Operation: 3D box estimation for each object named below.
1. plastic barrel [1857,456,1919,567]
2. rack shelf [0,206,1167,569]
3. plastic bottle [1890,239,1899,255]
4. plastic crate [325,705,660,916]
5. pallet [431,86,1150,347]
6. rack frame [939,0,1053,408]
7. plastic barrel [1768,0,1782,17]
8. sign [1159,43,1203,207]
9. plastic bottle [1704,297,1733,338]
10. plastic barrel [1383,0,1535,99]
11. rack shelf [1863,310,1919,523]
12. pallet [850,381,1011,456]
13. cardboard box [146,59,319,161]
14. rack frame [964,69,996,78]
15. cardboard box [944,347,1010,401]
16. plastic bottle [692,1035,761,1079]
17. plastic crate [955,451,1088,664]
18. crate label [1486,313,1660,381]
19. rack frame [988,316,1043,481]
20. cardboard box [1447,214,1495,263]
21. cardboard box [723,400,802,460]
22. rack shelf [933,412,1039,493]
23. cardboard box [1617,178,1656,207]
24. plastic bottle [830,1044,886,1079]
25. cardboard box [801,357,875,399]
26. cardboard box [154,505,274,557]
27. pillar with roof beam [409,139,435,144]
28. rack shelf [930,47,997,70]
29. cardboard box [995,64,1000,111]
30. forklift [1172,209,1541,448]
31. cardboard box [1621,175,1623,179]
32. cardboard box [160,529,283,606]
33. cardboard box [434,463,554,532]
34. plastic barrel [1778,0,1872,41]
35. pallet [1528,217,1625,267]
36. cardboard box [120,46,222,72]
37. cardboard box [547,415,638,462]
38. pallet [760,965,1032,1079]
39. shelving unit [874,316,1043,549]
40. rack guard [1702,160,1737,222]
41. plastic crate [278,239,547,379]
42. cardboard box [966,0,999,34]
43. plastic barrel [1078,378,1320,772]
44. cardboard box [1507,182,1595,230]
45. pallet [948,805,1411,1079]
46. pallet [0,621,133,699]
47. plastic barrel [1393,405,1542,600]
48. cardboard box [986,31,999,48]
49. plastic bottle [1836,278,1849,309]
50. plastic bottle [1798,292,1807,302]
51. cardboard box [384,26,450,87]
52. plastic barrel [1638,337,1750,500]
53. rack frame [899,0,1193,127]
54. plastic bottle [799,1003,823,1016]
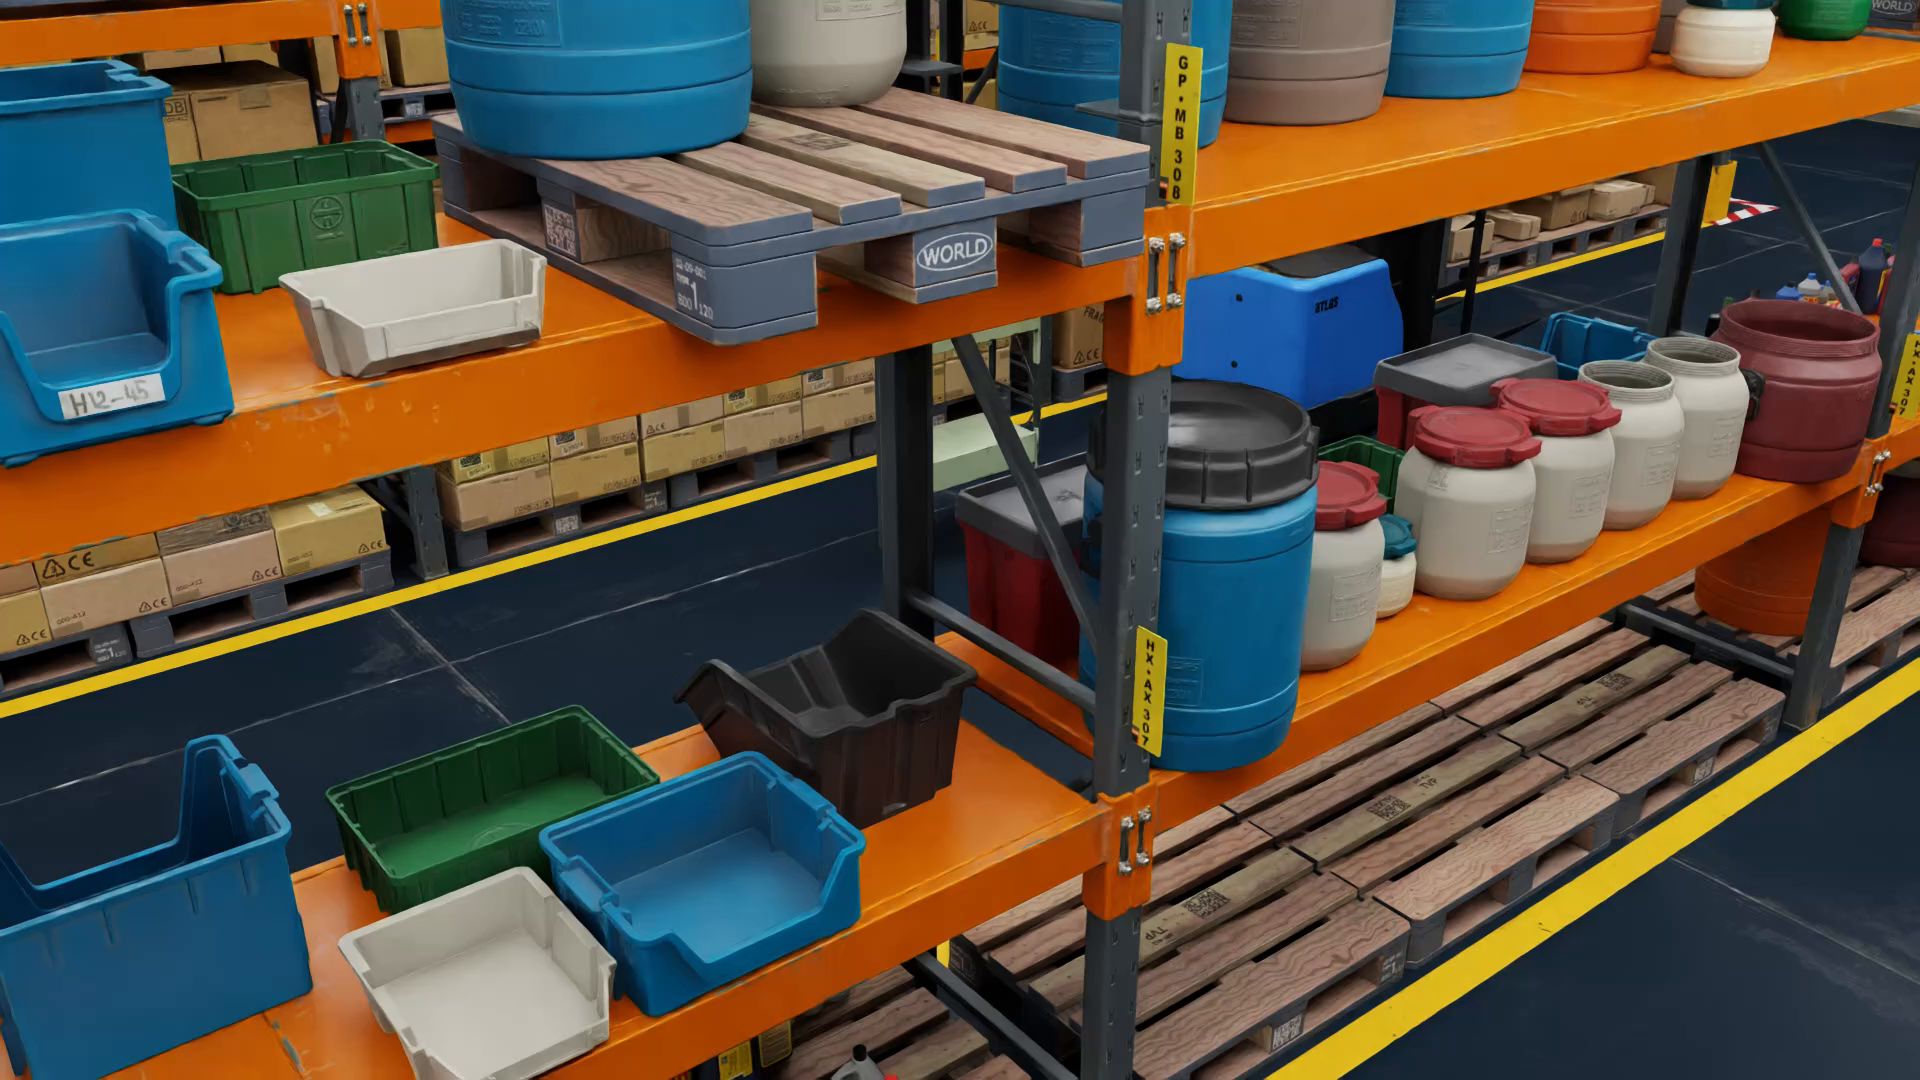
[{"bbox_3d":[4.542,-0.250,8.092,0.708,0.588,0.600,-18,31,-34],"label":"plastic barrel"},{"bbox_3d":[-1.443,-0.203,2.916,4.000,0.370,1.077,-18,31,-34],"label":"rack shelf"},{"bbox_3d":[4.634,-1.359,8.173,0.185,0.351,0.144,-18,31,-34],"label":"plastic bottle"},{"bbox_3d":[-1.111,0.667,4.002,0.662,0.188,0.450,-18,31,-34],"label":"plastic crate"},{"bbox_3d":[-0.377,-0.744,3.450,1.003,0.211,1.213,-18,31,-34],"label":"pallet"},{"bbox_3d":[0.225,-2.369,10.292,0.127,3.000,1.000,-18,31,-34],"label":"rack frame"},{"bbox_3d":[2.845,-2.160,6.144,0.421,0.512,0.421,0,25,0],"label":"plastic barrel"},{"bbox_3d":[0.462,-0.868,3.484,0.005,0.325,0.100,-18,31,-34],"label":"sign"},{"bbox_3d":[3.334,-0.921,7.310,0.133,0.283,0.061,-18,31,-34],"label":"plastic bottle"},{"bbox_3d":[1.427,-1.820,4.950,0.708,0.901,0.600,-18,31,-34],"label":"plastic barrel"},{"bbox_3d":[4.852,-0.921,8.025,4.000,0.370,1.077,-18,31,-34],"label":"rack shelf"},{"bbox_3d":[-0.447,-0.904,10.446,1.213,0.211,1.003,-18,31,-34],"label":"pallet"},{"bbox_3d":[-3.268,-1.847,7.506,0.500,0.500,0.700,-18,30,-34],"label":"cardboard box"},{"bbox_3d":[0.313,-5.049,16.065,0.127,3.000,1.000,-18,31,-34],"label":"rack frame"},{"bbox_3d":[-0.038,-1.095,10.314,0.500,0.250,0.500,-17,30,-33],"label":"cardboard box"},{"bbox_3d":[-0.671,1.433,4.722,0.185,0.351,0.144,-18,31,-34],"label":"plastic bottle"},{"bbox_3d":[0.323,0.055,4.992,0.583,0.464,0.402,-18,31,-34],"label":"plastic crate"},{"bbox_3d":[2.330,-0.575,6.384,0.616,0.435,0.502,-18,31,-34],"label":"crate label"},{"bbox_3d":[0.283,-0.774,8.635,0.023,1.500,0.400,-18,31,-34],"label":"rack frame"},{"bbox_3d":[3.837,-2.426,13.085,0.500,0.311,0.500,-18,31,-34],"label":"cardboard box"},{"bbox_3d":[-1.243,-0.696,9.454,0.500,0.250,0.500,-18,30,-33],"label":"cardboard box"},{"bbox_3d":[-0.005,-0.383,8.568,0.720,0.370,0.431,-18,31,-34],"label":"rack shelf"},{"bbox_3d":[5.870,-3.064,14.631,0.250,0.166,0.380,-18,31,-34],"label":"cardboard box"},{"bbox_3d":[-0.287,1.528,4.517,0.185,0.351,0.144,-18,31,-34],"label":"plastic bottle"},{"bbox_3d":[-0.839,-1.082,9.620,0.500,0.311,0.500,-18,31,-34],"label":"cardboard box"},{"bbox_3d":[-3.553,-0.295,7.699,0.500,0.500,0.500,-18,31,-34],"label":"cardboard box"},{"bbox_3d":[-1.735,-5.253,9.380,0.400,9.000,9.100,-18,31,-34],"label":"pillar with roof beam"},{"bbox_3d":[-1.261,-4.203,15.097,4.000,0.370,1.077,-18,31,-34],"label":"rack shelf"},{"bbox_3d":[0.651,-2.806,10.616,0.700,0.500,0.500,15,29,29],"label":"cardboard box"},{"bbox_3d":[2.695,-2.354,10.339,3.031,2.935,1.130,-21,32,-37],"label":"forklift"},{"bbox_3d":[5.979,-3.359,15.289,0.250,0.149,0.380,-18,31,-34],"label":"cardboard box"},{"bbox_3d":[-3.552,0.046,7.856,0.500,0.250,0.500,-18,31,-34],"label":"cardboard box"},{"bbox_3d":[-2.452,-0.296,8.593,0.500,0.250,0.500,-19,31,-35],"label":"cardboard box"},{"bbox_3d":[3.116,-1.937,5.981,0.294,0.245,0.294,0,25,0],"label":"plastic barrel"},{"bbox_3d":[4.874,-2.640,14.189,1.213,0.211,1.003,-18,31,-34],"label":"pallet"},{"bbox_3d":[-5.561,-3.336,11.734,0.500,0.500,0.700,-18,30,-34],"label":"cardboard box"},{"bbox_3d":[-2.047,-0.681,8.756,0.500,0.311,0.500,-19,31,-35],"label":"cardboard box"},{"bbox_3d":[-0.423,1.737,4.757,1.213,0.211,1.003,-18,31,-34],"label":"pallet"},{"bbox_3d":[-0.005,-0.679,8.431,0.755,1.500,0.431,-18,31,-34],"label":"shelving unit"},{"bbox_3d":[6.461,-3.294,15.254,0.348,0.500,1.175,-18,31,-34],"label":"rack guard"},{"bbox_3d":[-0.883,-0.379,2.753,0.396,0.136,0.243,-18,31,-34],"label":"plastic crate"},{"bbox_3d":[0.105,-5.035,15.539,0.500,0.500,0.500,-19,31,-35],"label":"cardboard box"},{"bbox_3d":[0.622,0.084,4.410,0.708,0.901,0.600,-18,31,-34],"label":"plastic barrel"},{"bbox_3d":[4.848,-2.965,14.019,0.637,0.503,0.797,-18,31,-34],"label":"cardboard box"},{"bbox_3d":[0.725,1.359,5.570,1.213,0.211,1.003,-18,31,-34],"label":"pallet"},{"bbox_3d":[-4.535,0.446,7.539,1.213,0.211,1.003,-18,31,-34],"label":"pallet"},{"bbox_3d":[1.596,-0.117,5.277,0.433,0.535,0.433,0,25,0],"label":"plastic barrel"},{"bbox_3d":[0.222,-4.762,15.722,0.250,0.149,0.380,-18,30,-34],"label":"cardboard box"},{"bbox_3d":[4.154,-1.145,7.889,0.097,0.201,0.097,0,25,0],"label":"plastic bottle"},{"bbox_3d":[3.847,-1.044,7.672,0.097,0.201,0.097,0,25,0],"label":"plastic bottle"},{"bbox_3d":[-4.165,-3.798,12.729,0.500,0.500,0.700,-18,31,-34],"label":"cardboard box"},{"bbox_3d":[2.601,-0.440,6.003,0.421,0.512,0.421,0,25,0],"label":"plastic barrel"},{"bbox_3d":[0.131,-2.410,3.253,0.127,3.000,1.000,-18,31,-34],"label":"rack frame"},{"bbox_3d":[-0.470,1.345,5.090,0.097,0.201,0.097,0,25,0],"label":"plastic bottle"}]
